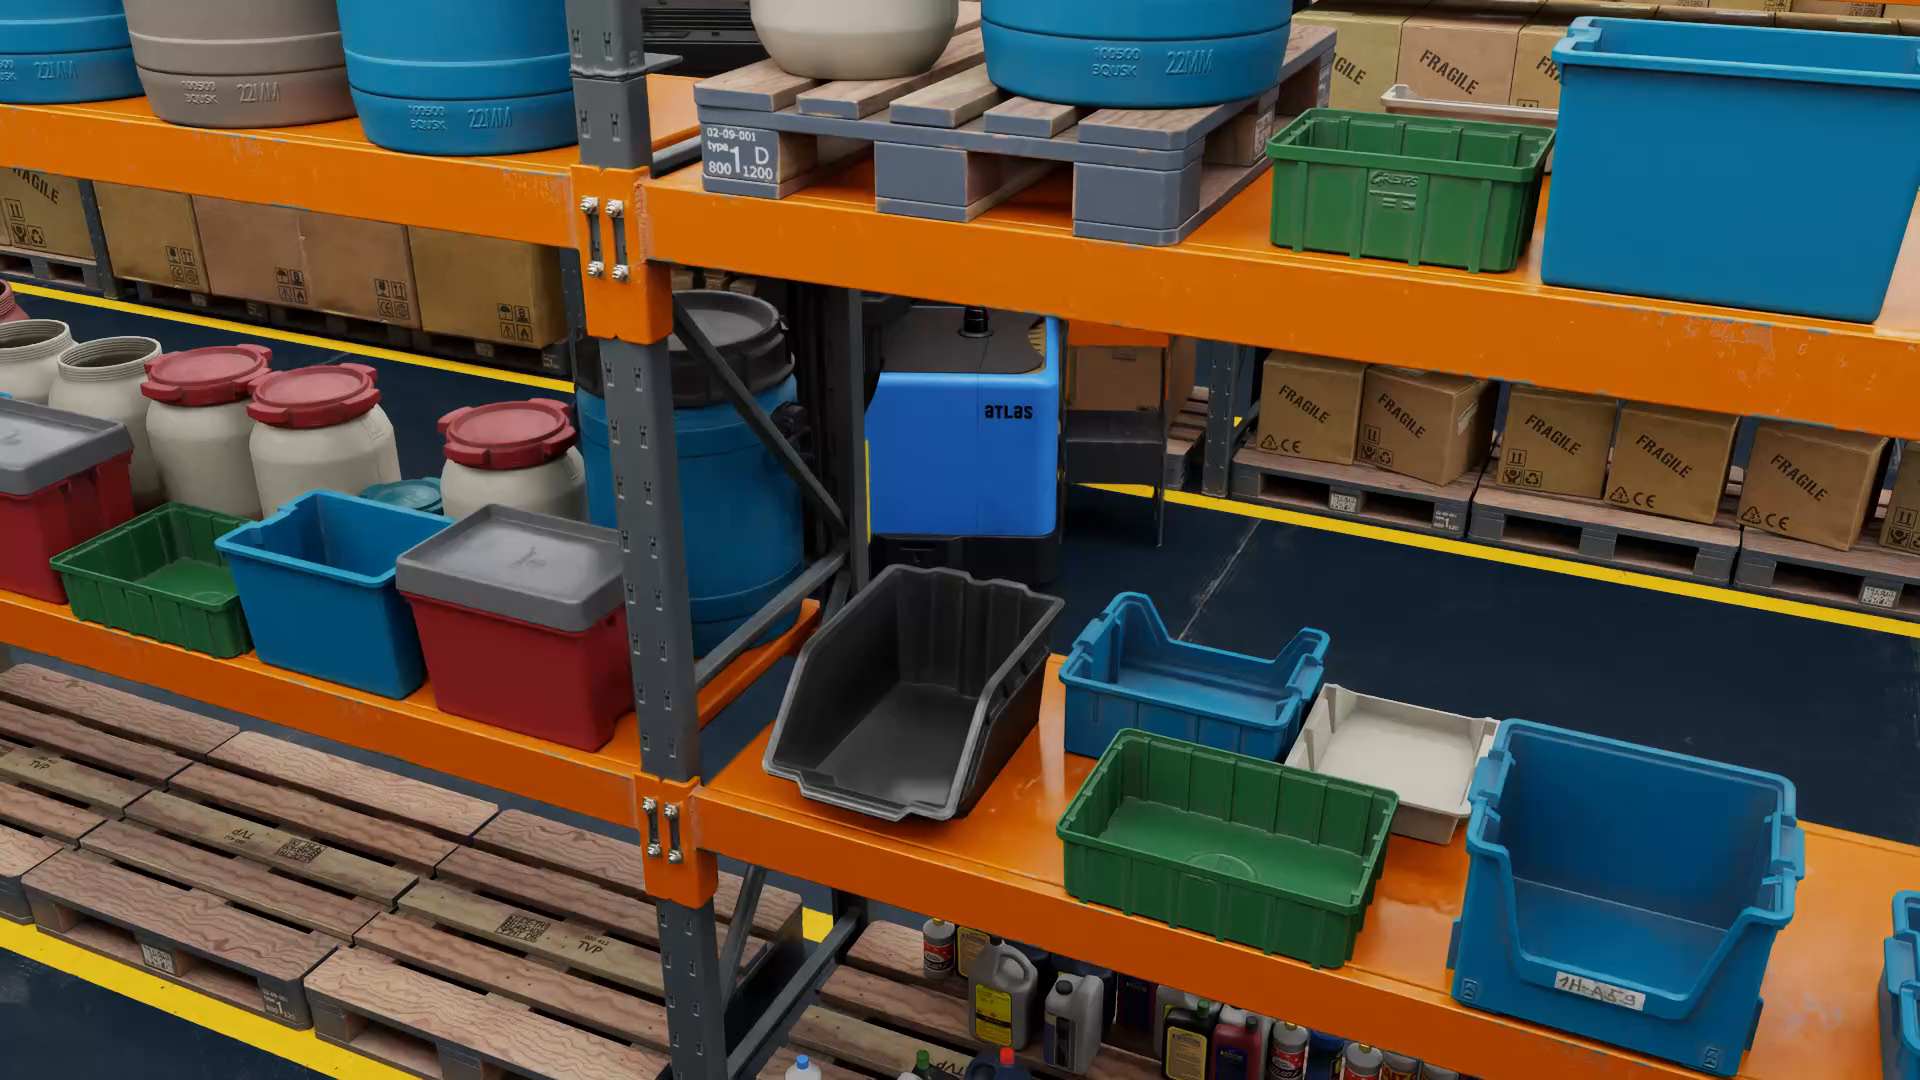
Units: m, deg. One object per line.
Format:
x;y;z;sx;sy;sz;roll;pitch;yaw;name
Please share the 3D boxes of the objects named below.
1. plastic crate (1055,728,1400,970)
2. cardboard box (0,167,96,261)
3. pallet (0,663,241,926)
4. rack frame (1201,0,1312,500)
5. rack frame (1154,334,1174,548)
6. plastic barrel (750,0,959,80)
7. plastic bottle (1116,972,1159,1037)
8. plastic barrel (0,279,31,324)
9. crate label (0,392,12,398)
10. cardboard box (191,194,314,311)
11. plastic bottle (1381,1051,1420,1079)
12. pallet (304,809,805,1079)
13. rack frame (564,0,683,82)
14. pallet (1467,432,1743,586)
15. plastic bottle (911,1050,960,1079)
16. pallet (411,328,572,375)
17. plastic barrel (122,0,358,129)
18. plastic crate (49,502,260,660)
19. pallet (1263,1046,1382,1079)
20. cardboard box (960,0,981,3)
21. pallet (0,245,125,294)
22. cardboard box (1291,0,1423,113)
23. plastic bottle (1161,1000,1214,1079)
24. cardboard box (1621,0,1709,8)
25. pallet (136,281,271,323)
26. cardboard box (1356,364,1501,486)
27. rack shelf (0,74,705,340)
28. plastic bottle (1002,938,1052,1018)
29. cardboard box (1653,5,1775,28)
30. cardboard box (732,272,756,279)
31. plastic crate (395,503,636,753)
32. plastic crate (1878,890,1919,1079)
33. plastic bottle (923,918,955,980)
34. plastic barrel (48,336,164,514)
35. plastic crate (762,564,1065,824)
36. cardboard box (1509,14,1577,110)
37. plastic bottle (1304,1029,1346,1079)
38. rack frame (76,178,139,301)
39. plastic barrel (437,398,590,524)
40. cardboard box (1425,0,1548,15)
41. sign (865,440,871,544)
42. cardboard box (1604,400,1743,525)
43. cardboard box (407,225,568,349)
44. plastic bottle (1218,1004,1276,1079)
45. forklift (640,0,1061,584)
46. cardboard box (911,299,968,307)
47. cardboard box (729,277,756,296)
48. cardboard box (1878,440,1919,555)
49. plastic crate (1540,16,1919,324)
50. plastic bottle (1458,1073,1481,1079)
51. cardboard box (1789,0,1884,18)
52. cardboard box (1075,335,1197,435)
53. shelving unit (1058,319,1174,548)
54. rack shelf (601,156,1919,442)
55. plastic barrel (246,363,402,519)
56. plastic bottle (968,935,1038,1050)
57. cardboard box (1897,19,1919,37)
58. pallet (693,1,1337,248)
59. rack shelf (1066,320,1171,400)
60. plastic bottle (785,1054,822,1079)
0.596;0.680;3.713;0.662;0.188;0.450;11;28;22;plastic crate
-6.323;-2.619;12.103;0.875;0.875;0.875;11;28;22;cardboard box
-3.475;0.900;6.183;1.213;0.211;1.003;11;28;22;pallet
1.527;-1.768;8.446;0.127;3.000;1.000;11;28;22;rack frame
0.991;-0.993;7.890;0.015;2.100;0.400;1;26;3;rack frame
-0.212;-1.203;3.300;0.421;0.512;0.421;0;26;0;plastic barrel
0.523;1.295;4.802;0.133;0.283;0.061;13;29;25;plastic bottle
-3.616;-0.606;5.931;0.708;0.536;0.600;11;28;22;plastic barrel
-3.372;-0.234;5.288;0.616;0.435;0.502;11;28;22;crate label
-4.350;-2.194;11.241;0.875;0.875;1.225;10;28;20;cardboard box
1.194;1.444;4.513;0.097;0.271;0.097;0;26;0;plastic bottle
-1.254;1.346;5.276;1.213;0.211;1.003;11;28;22;pallet
-0.523;-2.468;3.075;0.127;3.000;1.000;11;28;22;rack frame
3.268;-0.186;8.389;1.213;0.211;1.003;11;28;22;pallet
-0.065;1.484;4.416;0.133;0.283;0.061;11;28;22;plastic bottle
-2.800;-1.423;10.901;1.213;0.211;1.003;11;28;22;pallet
-1.671;-1.473;3.882;0.600;0.901;0.600;0;26;0;plastic barrel
-2.225;0.113;4.864;0.662;0.188;0.450;11;28;22;plastic crate
1.186;1.836;4.281;1.213;0.211;1.003;11;28;22;pallet
0.328;-4.330;13.535;0.500;0.500;0.500;12;29;22;cardboard box
-6.415;-2.150;12.379;1.213;0.211;1.003;11;28;22;pallet
1.832;-2.211;7.762;0.500;0.500;0.500;11;28;22;cardboard box
0.632;1.387;4.615;0.133;0.283;0.061;11;28;22;plastic bottle
4.978;-4.007;11.600;0.550;0.550;0.875;11;28;22;cardboard box
-5.021;-1.869;11.807;1.213;0.211;1.003;11;28;22;pallet
2.399;-0.644;8.517;0.500;0.500;0.500;22;34;38;cardboard box
-2.343;-1.165;4.640;4.000;0.370;1.077;11;28;22;rack shelf
0.183;1.216;4.885;0.185;0.351;0.144;11;28;20;plastic bottle
3.415;-2.148;7.635;0.500;0.500;0.500;11;28;22;cardboard box
-1.004;-1.709;9.807;0.500;0.250;0.500;15;30;28;cardboard box
-1.090;0.229;4.316;0.583;0.464;0.402;11;28;22;plastic crate
1.950;0.929;3.135;0.408;0.251;0.499;11;28;22;plastic crate
-0.064;1.222;5.041;0.097;0.201;0.097;0;26;0;plastic bottle
-2.756;-0.379;5.497;0.421;0.512;0.421;0;26;0;plastic barrel
-0.099;0.398;4.116;0.504;0.338;0.767;11;28;22;plastic crate
2.742;-2.028;7.392;0.500;0.500;0.500;11;28;22;cardboard box
1.009;1.407;4.588;0.097;0.271;0.097;0;26;0;plastic bottle
-5.755;-3.231;11.416;0.127;3.000;1.000;11;28;22;rack frame
-1.303;-0.101;4.905;0.433;0.535;0.433;0;26;0;plastic barrel
2.507;-2.333;8.010;0.500;0.500;0.500;11;28;22;cardboard box
-0.285;-0.120;4.785;0.005;0.325;0.100;11;28;22;sign
3.487;-0.442;8.107;0.500;0.500;0.500;14;30;27;cardboard box
-2.733;-1.869;10.581;0.875;0.875;1.225;10;28;19;cardboard box
0.798;1.375;4.646;0.135;0.276;0.152;12;29;23;plastic bottle
-1.042;-1.307;7.587;3.031;2.935;1.130;1;26;3;forklift
0.042;-1.162;9.546;0.500;0.500;0.700;9;28;17;cardboard box
-0.985;-1.365;9.958;0.500;0.500;0.700;9;28;18;cardboard box
4.607;-0.225;7.665;0.500;0.500;0.500;17;31;31;cardboard box
1.258;-0.611;2.718;0.575;0.384;0.392;11;28;22;plastic crate
1.398;1.470;4.445;0.133;0.283;0.061;12;29;23;plastic bottle
6.000;-3.868;11.319;0.550;0.550;0.875;11;28;22;cardboard box
0.977;-0.965;9.146;0.500;0.500;0.700;9;28;18;cardboard box
0.748;-0.998;7.900;0.503;2.100;0.431;1;26;3;shelving unit
1.298;-0.434;3.154;4.000;0.370;1.077;11;28;22;rack shelf
-1.971;-0.235;5.177;0.433;0.535;0.433;0;26;0;plastic barrel
0.123;1.274;4.767;0.185;0.351;0.144;11;28;22;plastic bottle
4.328;-1.968;7.270;0.500;0.500;0.500;11;28;22;cardboard box
0.174;-0.945;3.592;1.003;0.211;1.213;11;28;22;pallet
0.748;-0.986;7.906;0.480;0.518;0.431;1;26;3;rack shelf
-0.414;1.485;4.430;0.097;0.271;0.097;0;26;0;plastic bottle
